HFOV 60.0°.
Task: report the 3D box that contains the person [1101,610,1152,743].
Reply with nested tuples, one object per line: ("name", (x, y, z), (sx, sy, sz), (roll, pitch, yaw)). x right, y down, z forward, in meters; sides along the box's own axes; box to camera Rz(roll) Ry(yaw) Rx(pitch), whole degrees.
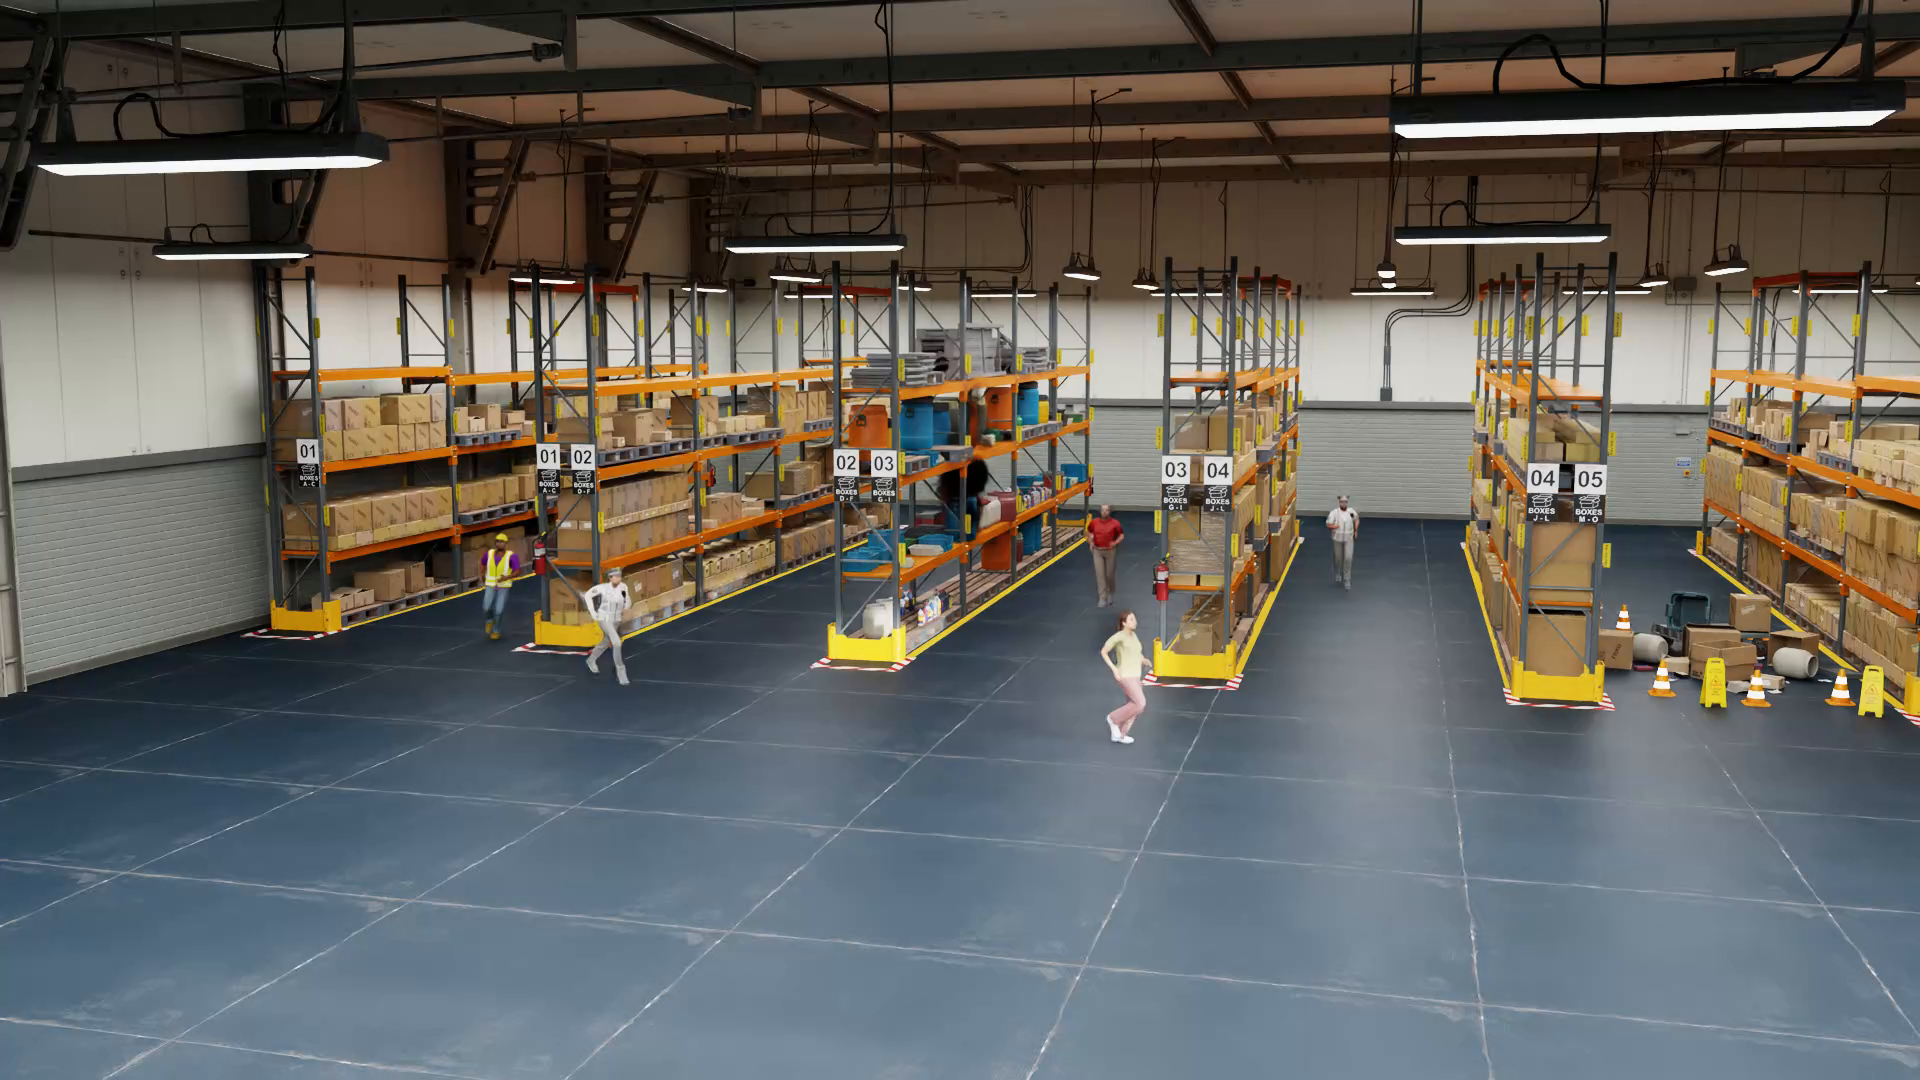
("person", (2.057, 1.655, 20.045), (0.535, 1.624, 0.568), (6, 9, 38))

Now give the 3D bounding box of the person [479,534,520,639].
("person", (-7.450, 0.753, 26.876), (0.680, 1.721, 0.553), (-1, 7, -5))

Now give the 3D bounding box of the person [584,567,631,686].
("person", (-5.023, 1.192, 23.708), (0.943, 1.693, 0.613), (6, 9, 38))

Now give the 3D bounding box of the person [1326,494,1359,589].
("person", (7.455, -0.004, 32.395), (0.659, 1.791, 0.966), (1, 7, 7))

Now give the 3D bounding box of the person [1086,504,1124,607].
("person", (2.471, 0.270, 28.479), (0.672, 1.767, 0.742), (1, 7, 10))
